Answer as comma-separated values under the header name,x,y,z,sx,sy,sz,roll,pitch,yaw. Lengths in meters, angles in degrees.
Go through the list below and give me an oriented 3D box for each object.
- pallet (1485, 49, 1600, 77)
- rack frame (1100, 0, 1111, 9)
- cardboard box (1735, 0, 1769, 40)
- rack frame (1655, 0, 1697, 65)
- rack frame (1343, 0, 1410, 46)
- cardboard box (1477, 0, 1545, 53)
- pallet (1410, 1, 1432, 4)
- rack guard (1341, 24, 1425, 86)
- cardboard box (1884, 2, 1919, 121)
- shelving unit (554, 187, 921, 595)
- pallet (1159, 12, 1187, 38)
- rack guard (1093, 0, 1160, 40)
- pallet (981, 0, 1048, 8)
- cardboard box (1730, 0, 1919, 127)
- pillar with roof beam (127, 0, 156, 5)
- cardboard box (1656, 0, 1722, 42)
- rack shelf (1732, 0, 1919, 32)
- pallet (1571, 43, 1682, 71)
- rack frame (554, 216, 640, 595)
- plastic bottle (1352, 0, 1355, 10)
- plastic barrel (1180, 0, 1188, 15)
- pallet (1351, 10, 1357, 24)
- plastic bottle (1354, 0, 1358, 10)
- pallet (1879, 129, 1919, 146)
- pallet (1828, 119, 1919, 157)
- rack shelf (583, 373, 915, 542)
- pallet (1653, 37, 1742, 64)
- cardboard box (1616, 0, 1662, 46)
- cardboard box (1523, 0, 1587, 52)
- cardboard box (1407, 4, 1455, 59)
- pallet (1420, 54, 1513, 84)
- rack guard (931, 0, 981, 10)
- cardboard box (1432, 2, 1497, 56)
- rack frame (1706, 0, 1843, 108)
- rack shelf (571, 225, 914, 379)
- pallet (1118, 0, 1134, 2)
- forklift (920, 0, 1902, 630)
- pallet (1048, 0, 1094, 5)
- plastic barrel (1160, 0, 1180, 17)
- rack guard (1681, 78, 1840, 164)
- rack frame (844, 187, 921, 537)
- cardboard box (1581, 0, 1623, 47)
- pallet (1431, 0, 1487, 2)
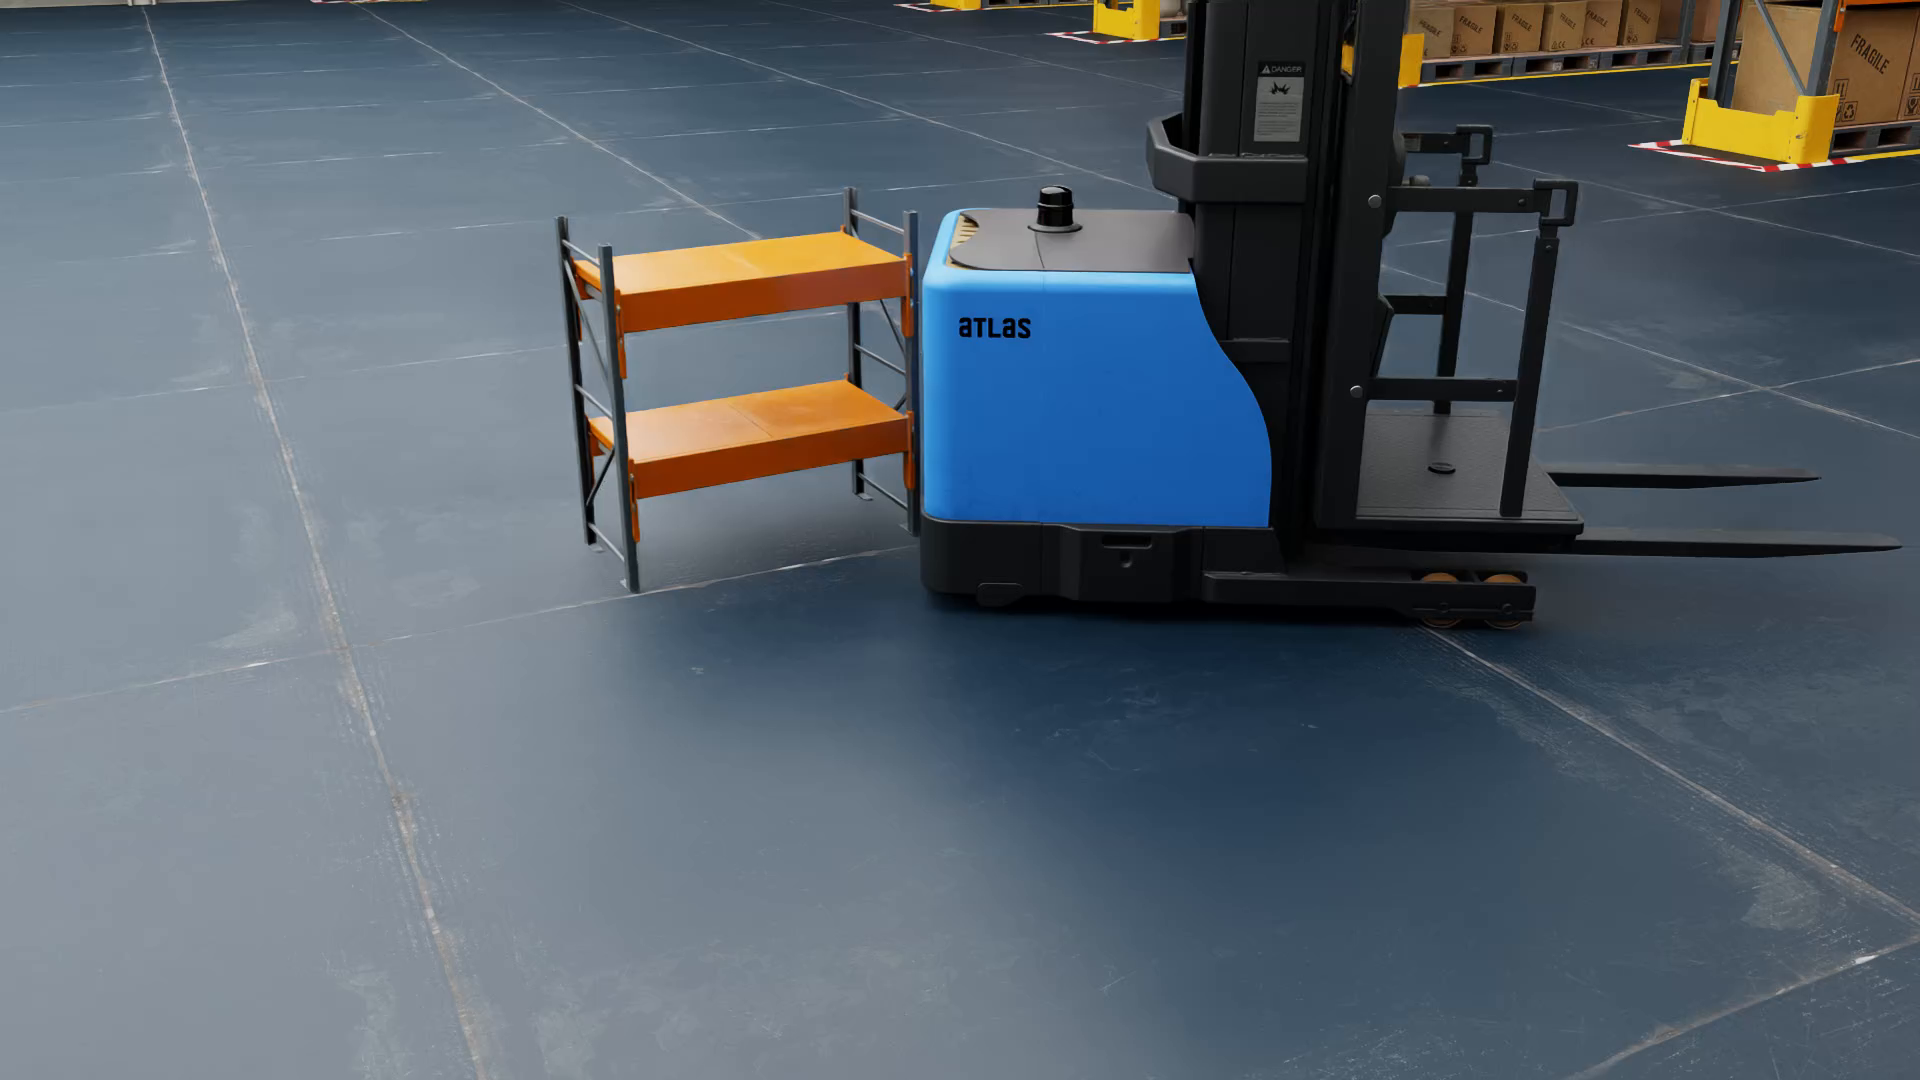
name,x,y,z,sx,sy,sz,roll,pitch,yaw
pallet,6.158,-5.245,18.145,1.213,0.211,1.003,-10,25,-24
rack frame,2.096,-7.904,20.924,0.127,3.000,1.000,-10,25,-24
cardboard box,8.849,-6.076,19.201,0.500,0.500,0.700,-11,25,-24
rack frame,7.849,-6.861,18.403,0.127,3.000,1.000,-10,25,-24
rack frame,4.244,-6.198,16.800,0.127,3.000,1.000,-10,25,-24
cardboard box,5.910,-5.543,17.937,0.500,0.500,0.500,-8,24,-19
pallet,6.391,-7.423,23.407,1.213,0.211,1.003,-10,25,-24
rack guard,4.313,-5.055,17.309,0.348,0.500,1.175,-10,25,-24
cardboard box,7.679,-3.966,13.637,0.875,0.875,0.875,-11,25,-24
shelving unit,-0.715,-0.524,5.546,1.048,1.125,0.538,-12,25,-26
pallet,2.879,-6.778,21.848,1.213,0.211,1.003,-10,25,-24
rack guard,2.144,-6.778,21.472,0.348,0.500,1.175,-10,25,-24
pallet,0.622,-8.465,25.924,1.213,0.211,1.003,-10,25,-24
cardboard box,6.887,-3.819,13.283,0.875,0.875,0.875,-10,25,-23
pillar with roof beam,-10.890,-11.031,20.632,0.400,9.000,9.100,-10,25,-24
cardboard box,8.411,-6.004,19.025,0.500,0.500,0.700,-13,26,-28
rack shelf,8.107,-4.471,13.569,4.000,0.370,1.077,-10,25,-24
pallet,7.259,-5.449,18.638,1.213,0.211,1.003,-10,25,-24
rack frame,-1.161,-0.431,5.320,0.032,1.125,0.500,-12,25,-26
plastic bottle,5.245,-7.341,22.451,0.185,0.351,0.144,-11,25,-25
plastic barrel,3.108,-7.168,21.848,0.421,0.512,0.421,0,22,0
pallet,5.077,-7.183,22.826,1.213,0.211,1.003,-10,25,-24
plastic bottle,5.410,-7.323,22.495,0.133,0.283,0.061,-9,24,-21
pallet,8.089,-3.543,14.034,1.213,0.211,1.003,-10,25,-24
pallet,6.991,-3.343,13.549,1.213,0.211,1.003,-10,25,-24
rack shelf,-0.715,-0.298,5.640,1.000,0.278,0.538,-12,25,-26
pallet,8.549,-5.702,19.250,1.213,0.211,1.003,-10,25,-24
cardboard box,7.471,-5.848,18.674,0.500,0.500,0.500,-11,25,-25
cardboard box,6.433,-5.620,18.124,0.500,0.500,0.500,-13,26,-28
cardboard box,4.814,-5.334,17.434,0.500,0.500,0.500,-6,23,-14
pallet,5.060,-5.044,17.660,1.213,0.211,1.003,-10,25,-24
rack guard,-0.070,-8.453,25.518,0.348,0.500,1.175,-10,25,-24
cardboard box,5.338,-5.445,17.702,0.500,0.500,0.500,-4,23,-10
rack frame,6.304,-4.471,12.630,0.127,3.000,1.000,-10,25,-24
rack shelf,-0.715,-0.795,5.434,1.000,0.278,0.538,-12,25,-26
pallet,2.821,-8.870,26.902,1.213,0.211,1.003,-10,25,-24
forklift,1.414,-1.290,5.034,3.031,2.935,1.130,1,23,3
pallet,1.720,-8.666,26.409,1.213,0.211,1.003,-10,25,-24
plastic barrel,2.656,-7.085,21.647,0.421,0.512,0.421,0,22,0
rack guard,6.283,-3.313,13.099,0.348,0.500,1.175,-10,25,-24
rack frame,-0.269,-0.618,5.772,0.032,1.125,0.500,-12,25,-26
cardboard box,6.958,-5.750,18.438,0.500,0.500,0.500,-3,23,-7
pallet,7.492,-7.627,23.900,1.213,0.211,1.003,-10,25,-24
